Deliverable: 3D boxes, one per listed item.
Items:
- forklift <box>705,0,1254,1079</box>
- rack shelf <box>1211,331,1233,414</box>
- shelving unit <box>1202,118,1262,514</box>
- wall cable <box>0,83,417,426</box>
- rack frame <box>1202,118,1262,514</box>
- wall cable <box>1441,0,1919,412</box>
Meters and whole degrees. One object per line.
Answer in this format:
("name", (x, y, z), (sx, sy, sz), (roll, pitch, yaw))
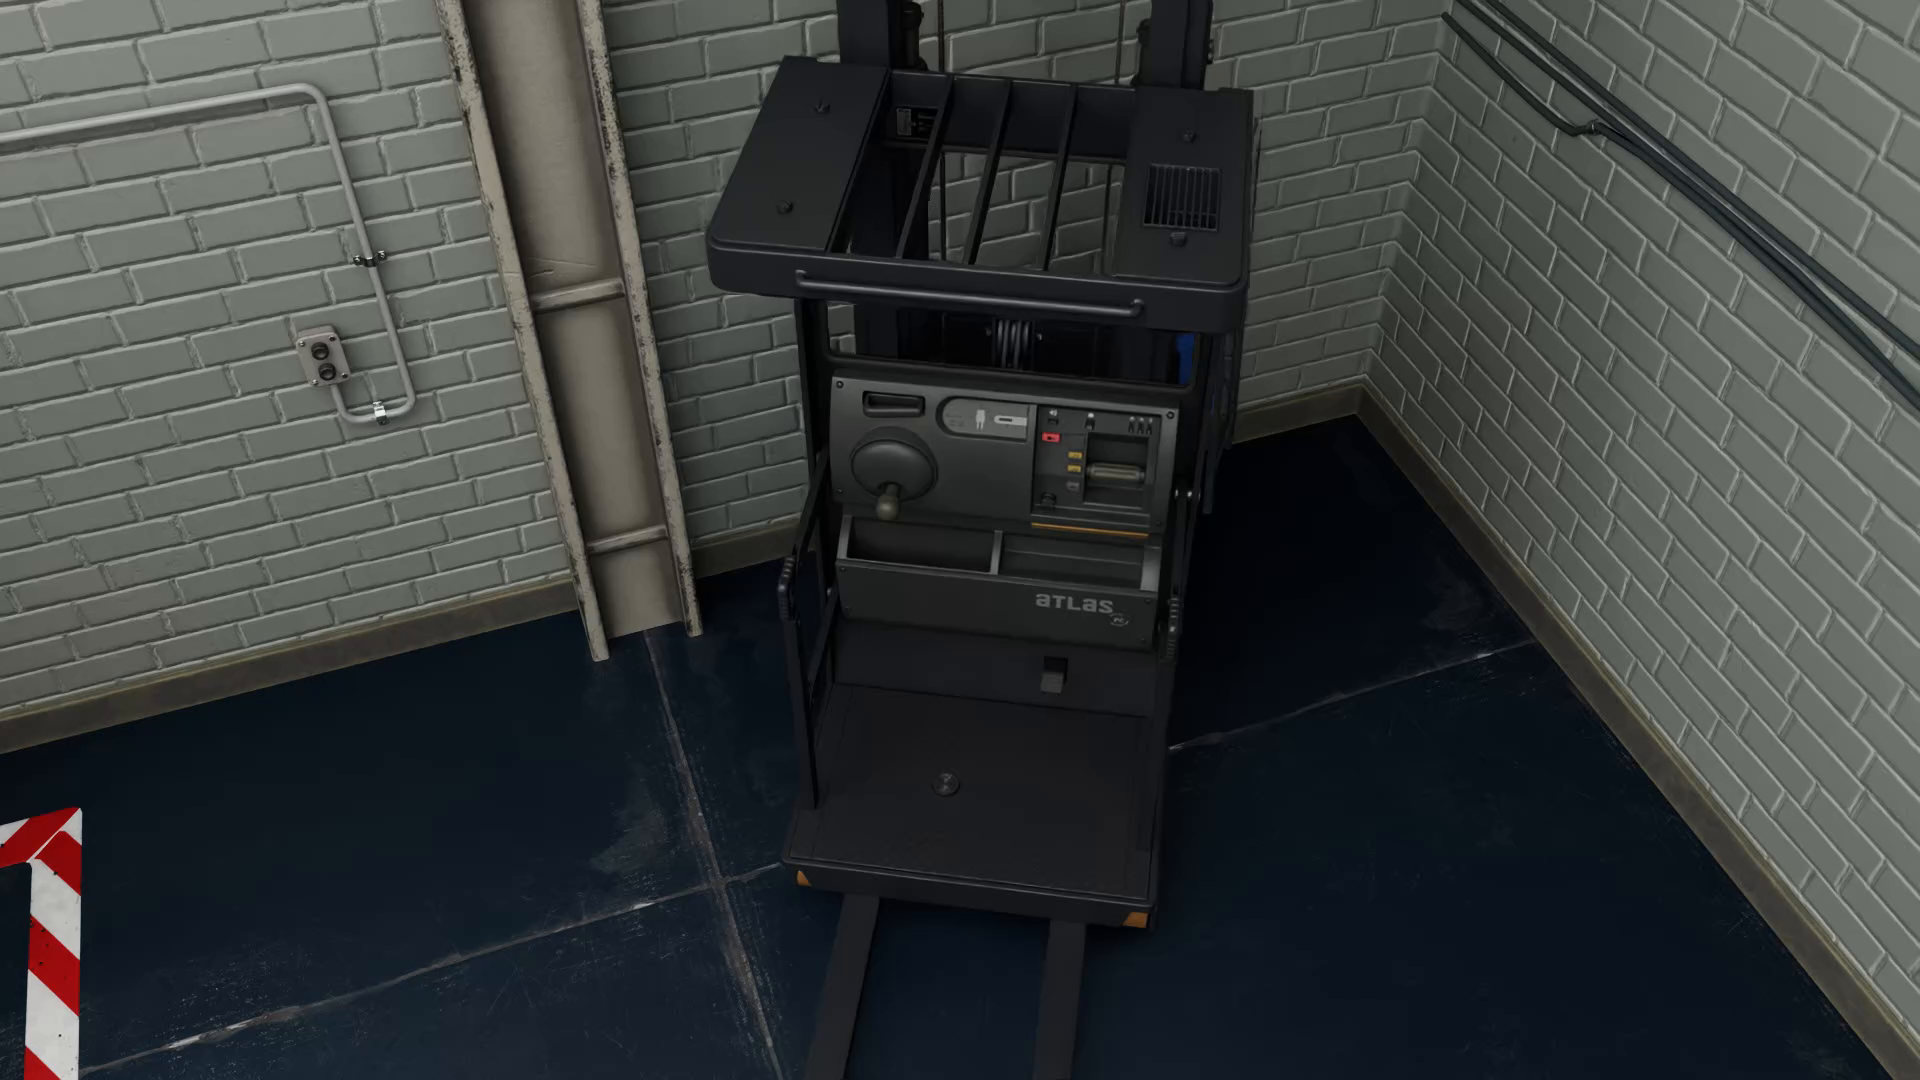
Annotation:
("forklift", (0.083, -0.130, 4.311), (1.130, 2.935, 3.031), (6, 45, 6))
("rack shelf", (0.491, -0.769, 6.149), (1.000, 0.185, 0.538), (10, 45, 14))
("shelving unit", (0.484, -0.901, 6.026), (1.048, 1.500, 0.538), (10, 45, 14))
("wall cable", (-2.510, -0.852, 4.265), (1.851, 1.984, 0.084), (-14, 47, -14))
("rack frame", (0.969, -0.812, 5.902), (0.032, 1.500, 0.500), (10, 45, 14))
("wall cable", (2.048, -1.699, 3.783), (0.112, 2.526, 3.097), (-14, 47, -14))
